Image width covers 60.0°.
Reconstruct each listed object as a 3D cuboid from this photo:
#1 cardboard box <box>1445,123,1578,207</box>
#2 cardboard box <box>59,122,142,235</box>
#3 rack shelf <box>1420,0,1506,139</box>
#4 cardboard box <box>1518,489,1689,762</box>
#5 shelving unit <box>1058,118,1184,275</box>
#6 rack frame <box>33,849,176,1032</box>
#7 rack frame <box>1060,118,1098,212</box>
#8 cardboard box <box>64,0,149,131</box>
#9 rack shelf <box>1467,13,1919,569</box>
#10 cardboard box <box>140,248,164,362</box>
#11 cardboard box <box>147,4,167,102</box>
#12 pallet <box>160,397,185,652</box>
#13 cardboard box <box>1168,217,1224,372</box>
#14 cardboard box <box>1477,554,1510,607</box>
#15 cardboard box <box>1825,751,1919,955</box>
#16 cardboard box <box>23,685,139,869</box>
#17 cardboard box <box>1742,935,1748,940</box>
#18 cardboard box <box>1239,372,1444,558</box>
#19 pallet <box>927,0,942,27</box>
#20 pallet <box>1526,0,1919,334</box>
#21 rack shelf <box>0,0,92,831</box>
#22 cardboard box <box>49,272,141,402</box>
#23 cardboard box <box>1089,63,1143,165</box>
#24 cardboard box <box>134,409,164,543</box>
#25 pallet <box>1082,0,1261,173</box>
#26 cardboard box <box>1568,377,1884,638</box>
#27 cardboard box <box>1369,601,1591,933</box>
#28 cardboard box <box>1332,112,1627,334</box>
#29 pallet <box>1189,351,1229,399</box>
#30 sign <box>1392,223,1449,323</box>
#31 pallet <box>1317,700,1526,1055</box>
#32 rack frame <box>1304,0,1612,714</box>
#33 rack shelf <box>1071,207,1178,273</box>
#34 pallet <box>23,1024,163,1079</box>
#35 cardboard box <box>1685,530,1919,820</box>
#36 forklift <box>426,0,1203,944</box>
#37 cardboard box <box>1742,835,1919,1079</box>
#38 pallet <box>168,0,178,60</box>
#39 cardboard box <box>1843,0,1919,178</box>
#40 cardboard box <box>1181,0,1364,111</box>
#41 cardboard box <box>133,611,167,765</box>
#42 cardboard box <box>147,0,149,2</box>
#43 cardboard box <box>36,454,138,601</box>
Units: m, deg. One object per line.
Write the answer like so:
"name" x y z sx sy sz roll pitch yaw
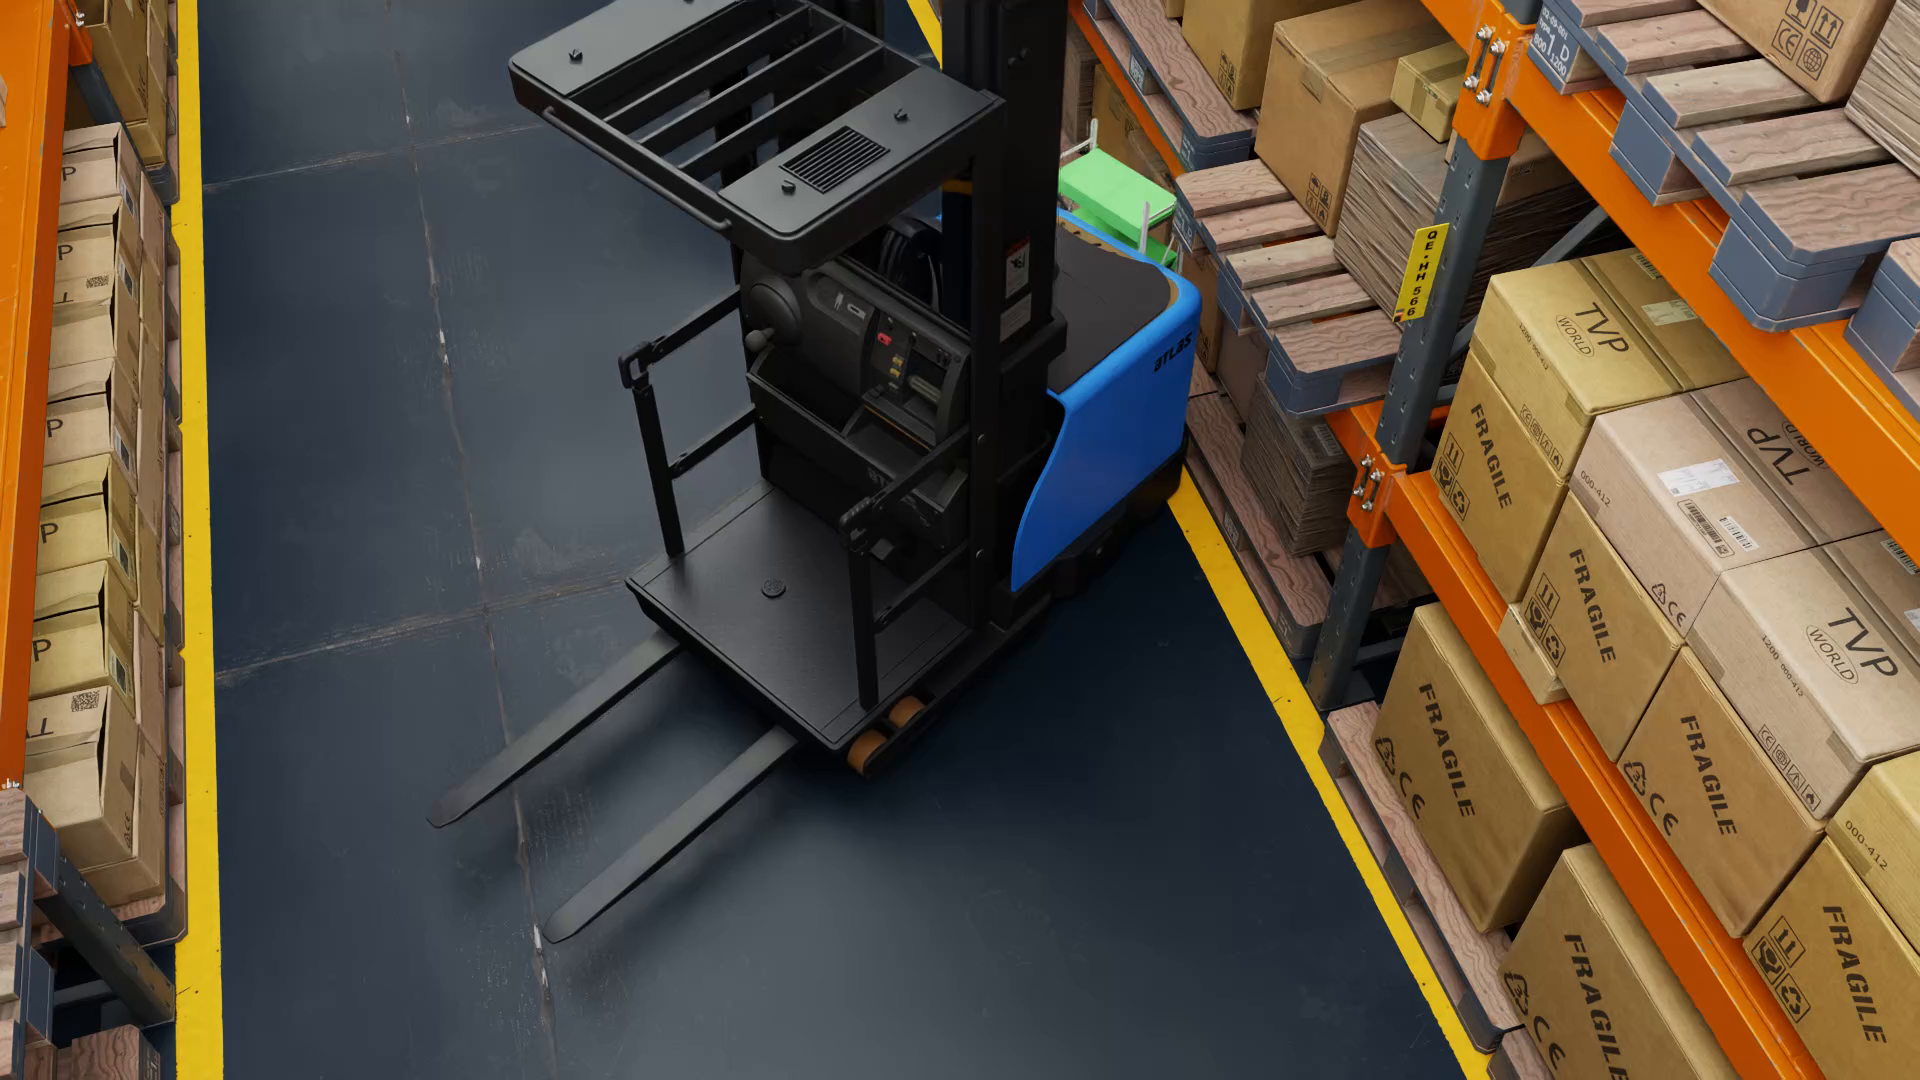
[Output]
"cardboard box" 1.626 -1.126 4.750 0.380 0.149 0.250 -19 53 -16
"cardboard box" -3.763 -1.495 6.995 0.500 0.311 0.500 -13 51 -11
"rack shelf" 1.166 -2.693 5.357 1.077 0.370 4.000 -13 51 -11
"cardboard box" 1.802 0.165 4.166 0.500 0.500 0.500 -12 51 -10
"shelving unit" 0.587 -0.988 6.528 0.258 1.200 0.503 -33 56 -26
"rack frame" -2.974 0.625 4.051 1.000 3.000 0.127 -13 51 -11
"rack frame" 0.426 -1.123 6.651 0.240 1.200 0.015 -33 56 -26
"cardboard box" -3.995 -2.197 7.463 0.500 0.500 0.500 -13 51 -11
"rack shelf" 2.349 0.228 2.894 1.077 0.370 4.000 -13 51 -11
"cardboard box" -3.609 -0.938 6.892 0.500 0.250 0.500 -14 51 -12
"cardboard box" -4.147 -2.319 8.057 0.500 0.250 0.500 -13 51 -11
"pallet" -3.537 0.024 6.381 1.003 0.211 1.213 -13 51 -11
"cardboard box" 1.279 -1.107 6.858 0.700 0.500 0.500 -14 51 -11
"cardboard box" 1.699 0.056 4.682 0.380 0.149 0.250 -13 51 -10
"cardboard box" 2.113 0.644 3.271 0.500 0.250 0.500 -14 51 -12
"cardboard box" -2.848 0.746 5.106 0.500 0.311 0.500 -12 51 -10
"cardboard box" 2.040 0.803 4.052 0.380 0.149 0.250 -13 51 -10
"cardboard box" 1.494 -0.348 6.218 0.700 0.500 0.500 -13 51 -10
"pallet" 0.342 -3.003 8.933 1.003 0.211 1.213 -13 51 -11
"pallet" 1.998 -0.945 3.536 1.213 0.211 1.003 -11 51 -9
"rack shelf" -3.565 -0.604 5.557 1.077 0.370 4.000 -13 51 -11
"cardboard box" -3.458 -0.752 6.368 0.500 0.311 0.500 -13 51 -11
"cardboard box" 1.009 -1.855 7.489 0.700 0.500 0.500 -14 51 -12
"cardboard box" -3.308 -0.193 6.264 0.500 0.250 0.500 -12 51 -10
"pallet" 1.133 -1.872 6.282 1.003 0.211 1.213 -13 51 -11
"cardboard box" 1.805 -0.092 3.891 0.500 0.250 0.500 -14 51 -11
"cardboard box" 1.849 0.627 5.181 0.750 0.750 0.750 -14 51 -11
"cardboard box" 1.609 -1.013 5.078 0.700 0.500 0.500 -19 52 -15
"pallet" 1.170 -1.059 7.295 1.003 0.211 1.213 -13 51 -11
"sign" 1.242 -0.716 4.476 0.100 0.325 0.005 -13 51 -11
"pallet" 1.918 0.994 5.564 1.003 0.211 1.213 -13 51 -11
"rack frame" 1.757 -0.498 4.997 1.000 3.000 0.127 -13 51 -11
"rack shelf" 0.587 -1.105 6.397 0.258 0.148 0.480 -33 56 -26
"pallet" -2.789 2.078 4.650 1.003 0.211 1.213 -13 51 -11
"cardboard box" 1.956 0.273 3.584 0.500 0.250 0.500 -13 51 -11
"forklift" -0.489 -0.564 5.098 1.130 2.935 3.031 35 58 26
"cardboard box" 2.109 0.906 3.541 0.500 0.500 0.500 -12 51 -10
"pallet" -4.716 -2.881 8.830 1.003 0.211 1.213 -13 51 -11
"cardboard box" 2.162 -0.922 3.040 0.700 0.500 0.500 -16 52 -13
"cardboard box" 1.219 -1.918 5.841 0.700 0.500 0.500 -13 51 -11
"cardboard box" -2.998 0.560 5.629 0.500 0.250 0.500 -15 51 -12
"cardboard box" -4.291 -2.927 8.079 0.500 0.500 0.500 -13 51 -11
"cardboard box" -3.160 -0.008 5.742 0.500 0.311 0.500 -15 51 -12
